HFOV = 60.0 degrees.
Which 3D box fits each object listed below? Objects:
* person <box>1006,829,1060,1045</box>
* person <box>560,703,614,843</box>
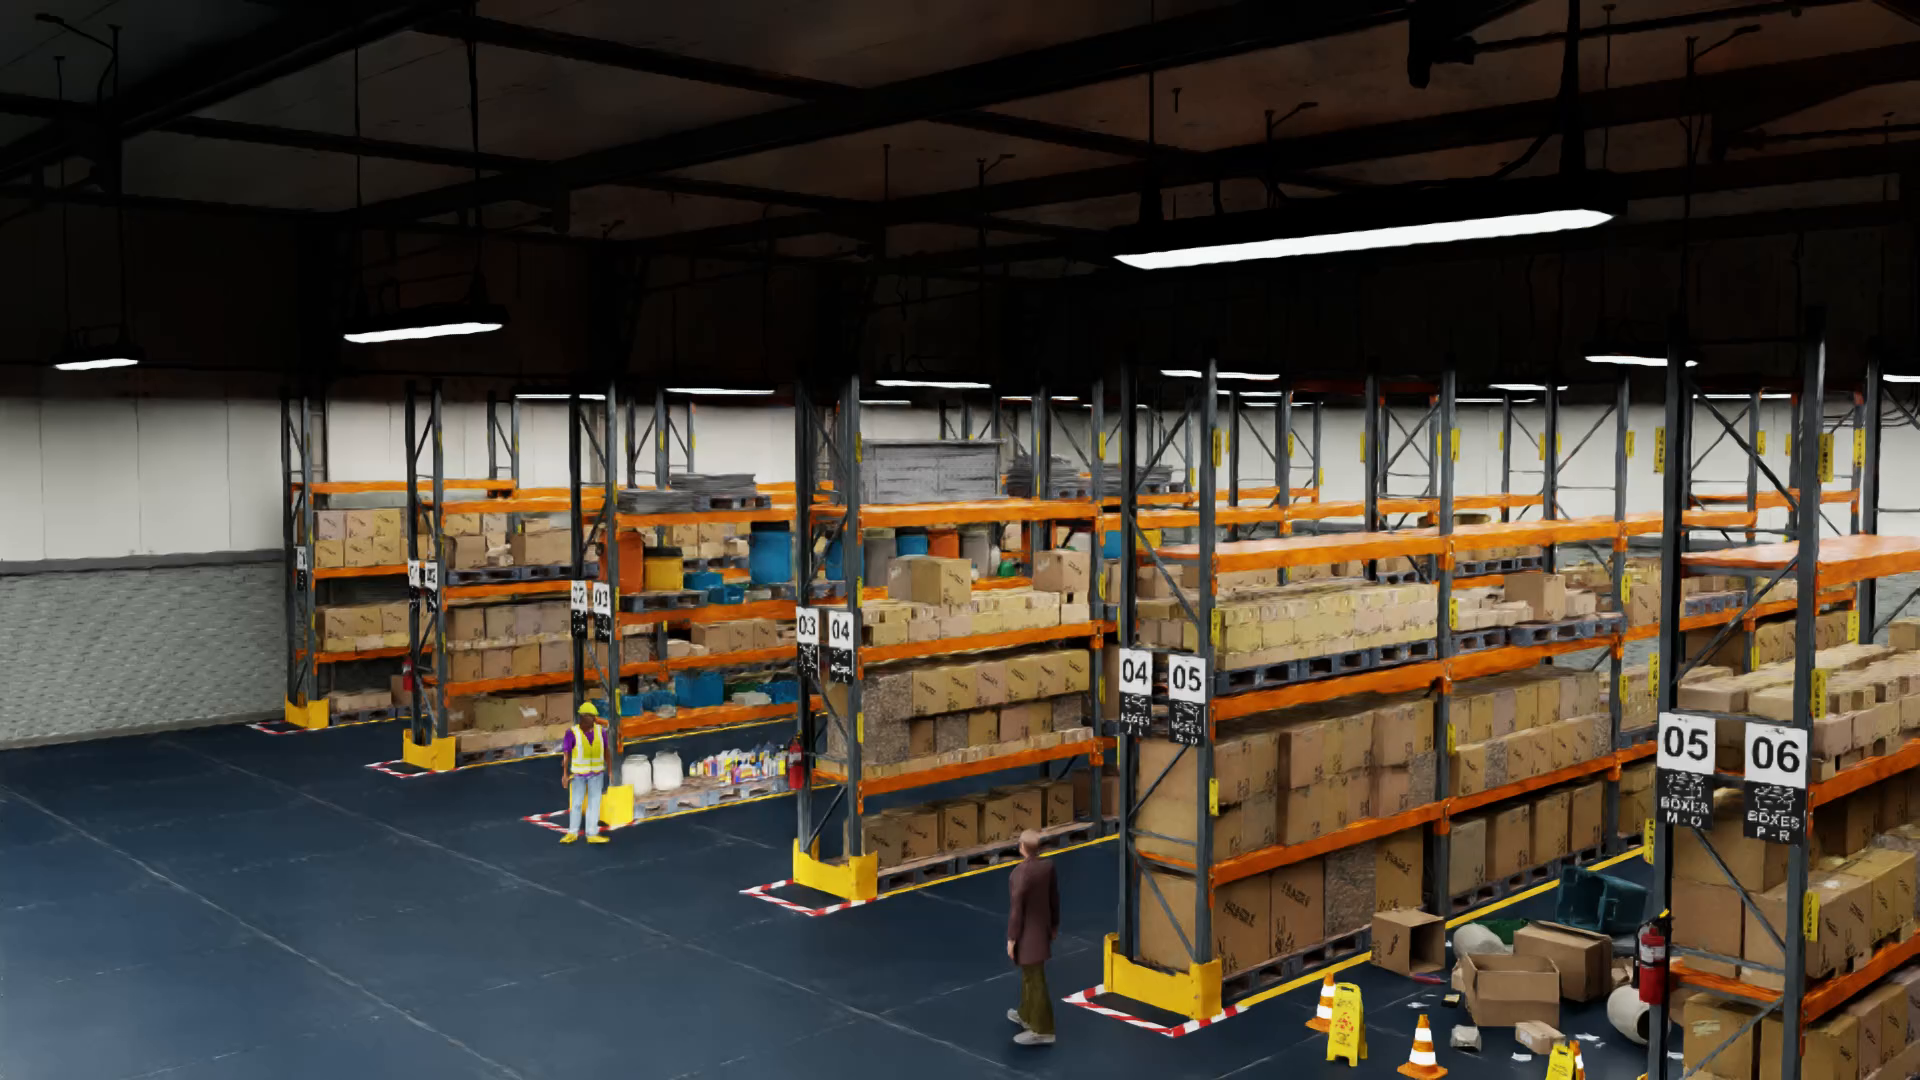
[{"bbox_3d":[0.589,3.454,14.282,0.677,1.585,0.697,2,4,34],"label":"person"},{"bbox_3d":[-4.720,2.935,21.002,0.689,1.771,0.414,-2,4,-31],"label":"person"}]
